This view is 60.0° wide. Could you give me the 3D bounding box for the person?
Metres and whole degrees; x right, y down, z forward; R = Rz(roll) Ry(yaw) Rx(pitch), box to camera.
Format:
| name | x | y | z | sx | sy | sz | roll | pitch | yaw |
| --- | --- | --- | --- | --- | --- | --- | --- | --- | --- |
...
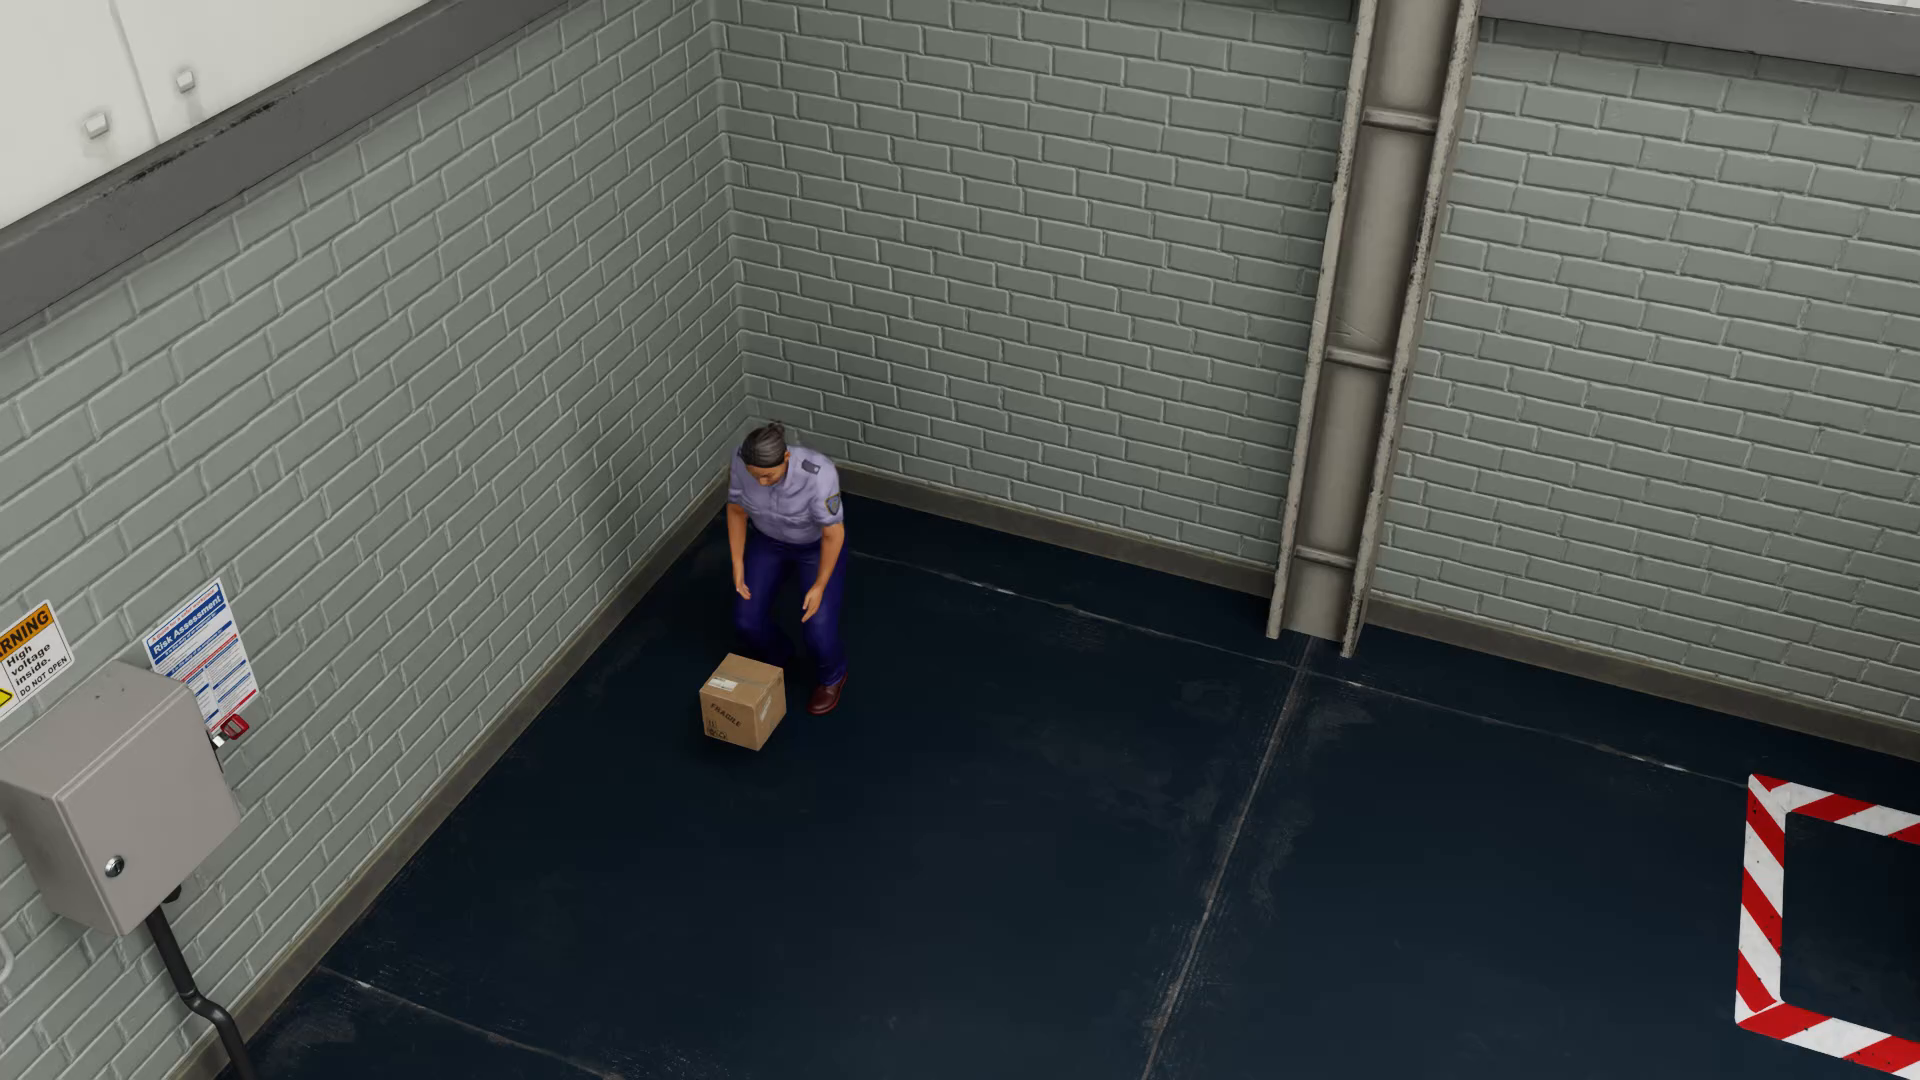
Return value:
| name | x | y | z | sx | sy | sz | roll | pitch | yaw |
| --- | --- | --- | --- | --- | --- | --- | --- | --- | --- |
| person | -0.681 | 0.074 | 6.875 | 0.525 | 1.490 | 0.552 | 15 | 40 | 18 |
